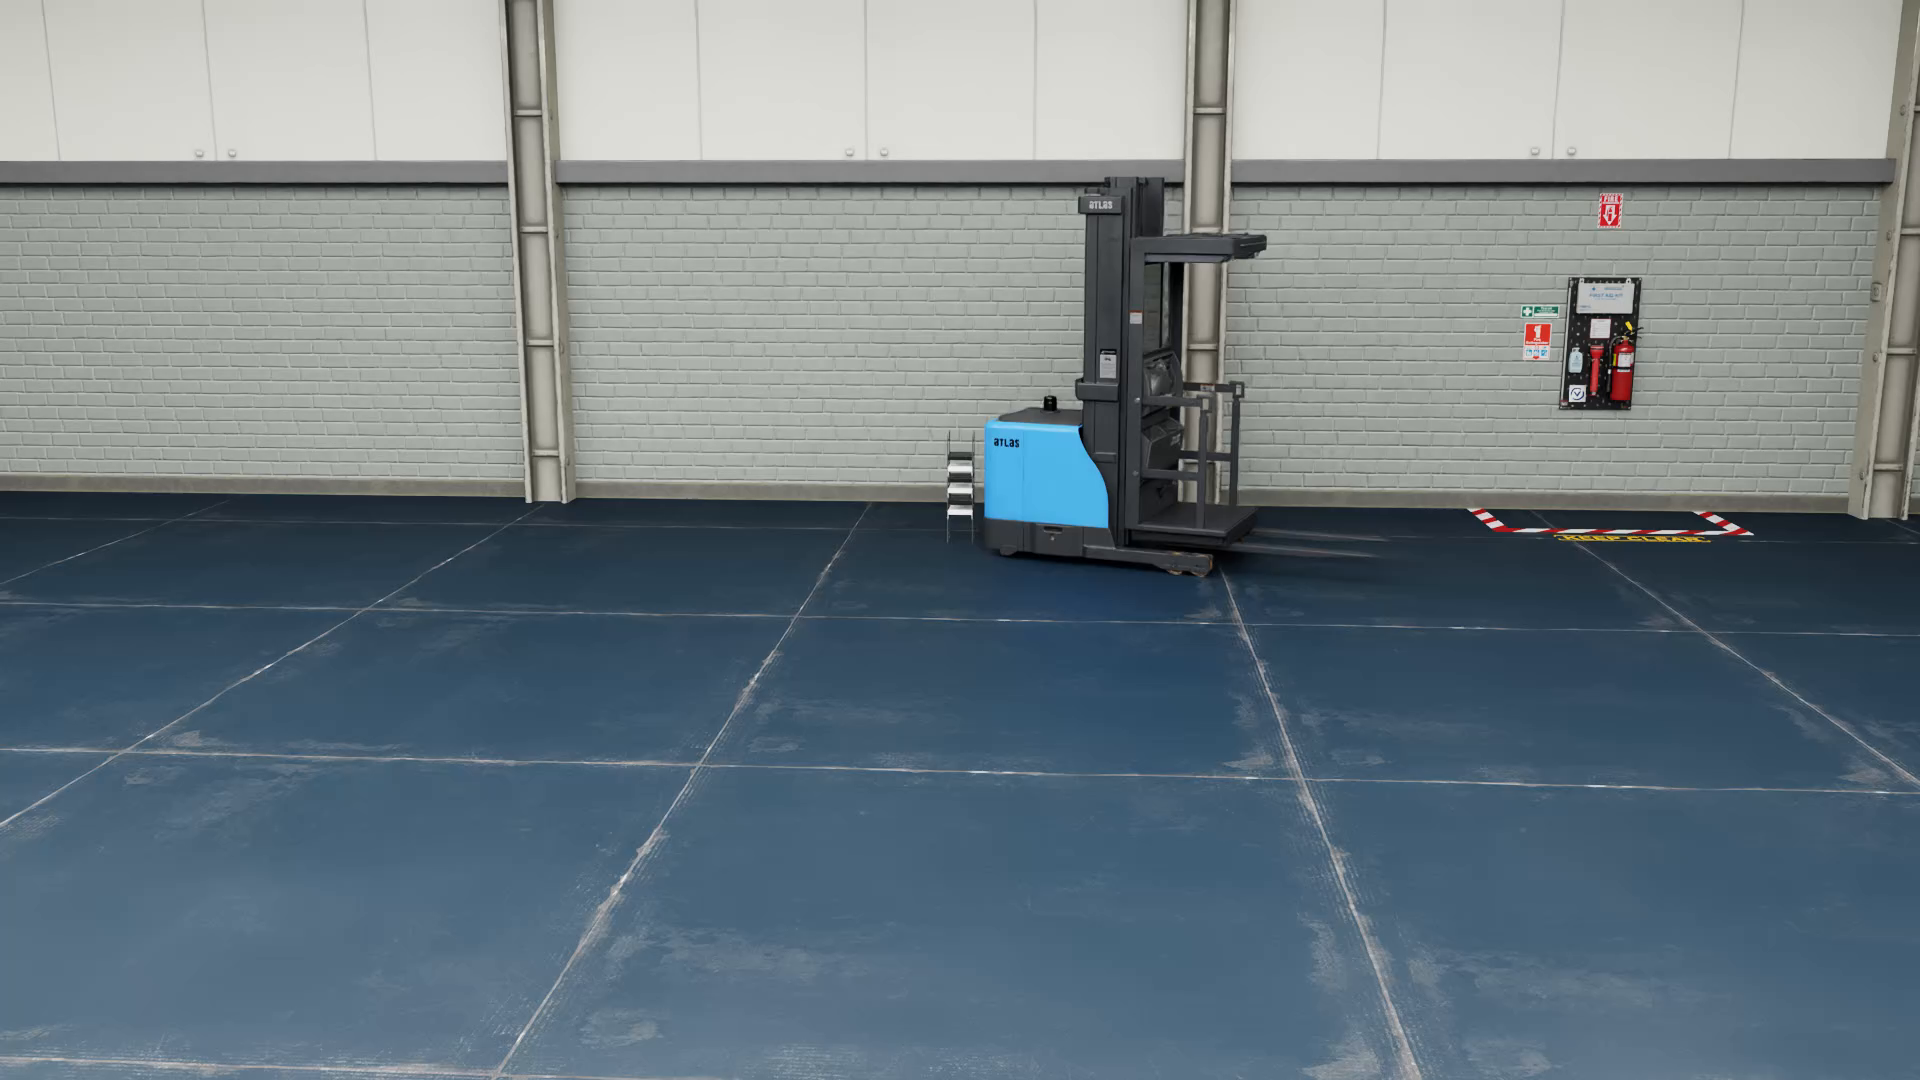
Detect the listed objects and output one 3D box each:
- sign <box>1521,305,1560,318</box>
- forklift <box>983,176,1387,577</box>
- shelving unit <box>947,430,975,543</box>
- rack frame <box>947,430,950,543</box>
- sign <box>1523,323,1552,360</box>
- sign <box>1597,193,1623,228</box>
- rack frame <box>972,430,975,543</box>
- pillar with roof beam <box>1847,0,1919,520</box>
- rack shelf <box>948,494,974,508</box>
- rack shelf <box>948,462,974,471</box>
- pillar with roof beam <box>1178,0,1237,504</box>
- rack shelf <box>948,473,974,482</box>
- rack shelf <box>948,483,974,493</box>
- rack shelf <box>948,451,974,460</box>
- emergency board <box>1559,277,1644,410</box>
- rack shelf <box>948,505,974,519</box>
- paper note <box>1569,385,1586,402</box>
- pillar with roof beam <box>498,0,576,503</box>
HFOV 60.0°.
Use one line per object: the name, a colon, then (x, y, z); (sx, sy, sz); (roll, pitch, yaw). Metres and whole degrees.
sign: (5.144, -2.026, 14.744); (0.331, 0.109, 0.001); (1, 12, 4)
forklift: (1.745, -1.282, 12.738); (3.031, 2.935, 1.130); (5, 13, 23)
shelving unit: (0.008, -0.440, 13.675); (0.210, 0.900, 0.258); (1, 12, 4)
rack frame: (-0.093, -0.442, 13.682); (0.006, 0.900, 0.240); (1, 12, 4)
sign: (5.140, -1.768, 14.807); (0.234, 0.329, 0.001); (1, 12, 4)
sign: (5.684, -2.877, 14.534); (0.199, 0.298, 0.001); (1, 12, 4)
rack frame: (0.110, -0.439, 13.669); (0.006, 0.900, 0.240); (1, 12, 4)
pillar with roof beam: (7.860, -3.737, 9.656); (0.400, 9.000, 9.100); (1, 12, 4)
rack shelf: (0.008, -0.320, 13.701); (0.200, 0.077, 0.258); (1, 12, 4)
rack shelf: (0.008, -0.584, 13.645); (0.200, 0.077, 0.258); (1, 12, 4)
pillar with roof beam: (1.874, -3.819, 10.049); (0.400, 9.000, 9.100); (1, 12, 4)
rack shelf: (0.008, -0.496, 13.664); (0.200, 0.077, 0.258); (1, 12, 4)
rack shelf: (0.008, -0.408, 13.682); (0.200, 0.077, 0.258); (1, 12, 4)
rack shelf: (0.008, -0.672, 13.627); (0.200, 0.077, 0.258); (1, 12, 4)
emergency board: (5.685, -1.722, 14.674); (0.643, 1.169, 0.194); (1, 12, 4)
rack shelf: (0.008, -0.232, 13.719); (0.200, 0.077, 0.258); (1, 12, 4)
paper note: (5.513, -1.307, 14.843); (0.142, 0.148, 0.016); (1, 12, 4)
pillar with roof beam: (-4.113, -3.901, 10.441); (0.400, 9.000, 9.100); (1, 12, 4)
